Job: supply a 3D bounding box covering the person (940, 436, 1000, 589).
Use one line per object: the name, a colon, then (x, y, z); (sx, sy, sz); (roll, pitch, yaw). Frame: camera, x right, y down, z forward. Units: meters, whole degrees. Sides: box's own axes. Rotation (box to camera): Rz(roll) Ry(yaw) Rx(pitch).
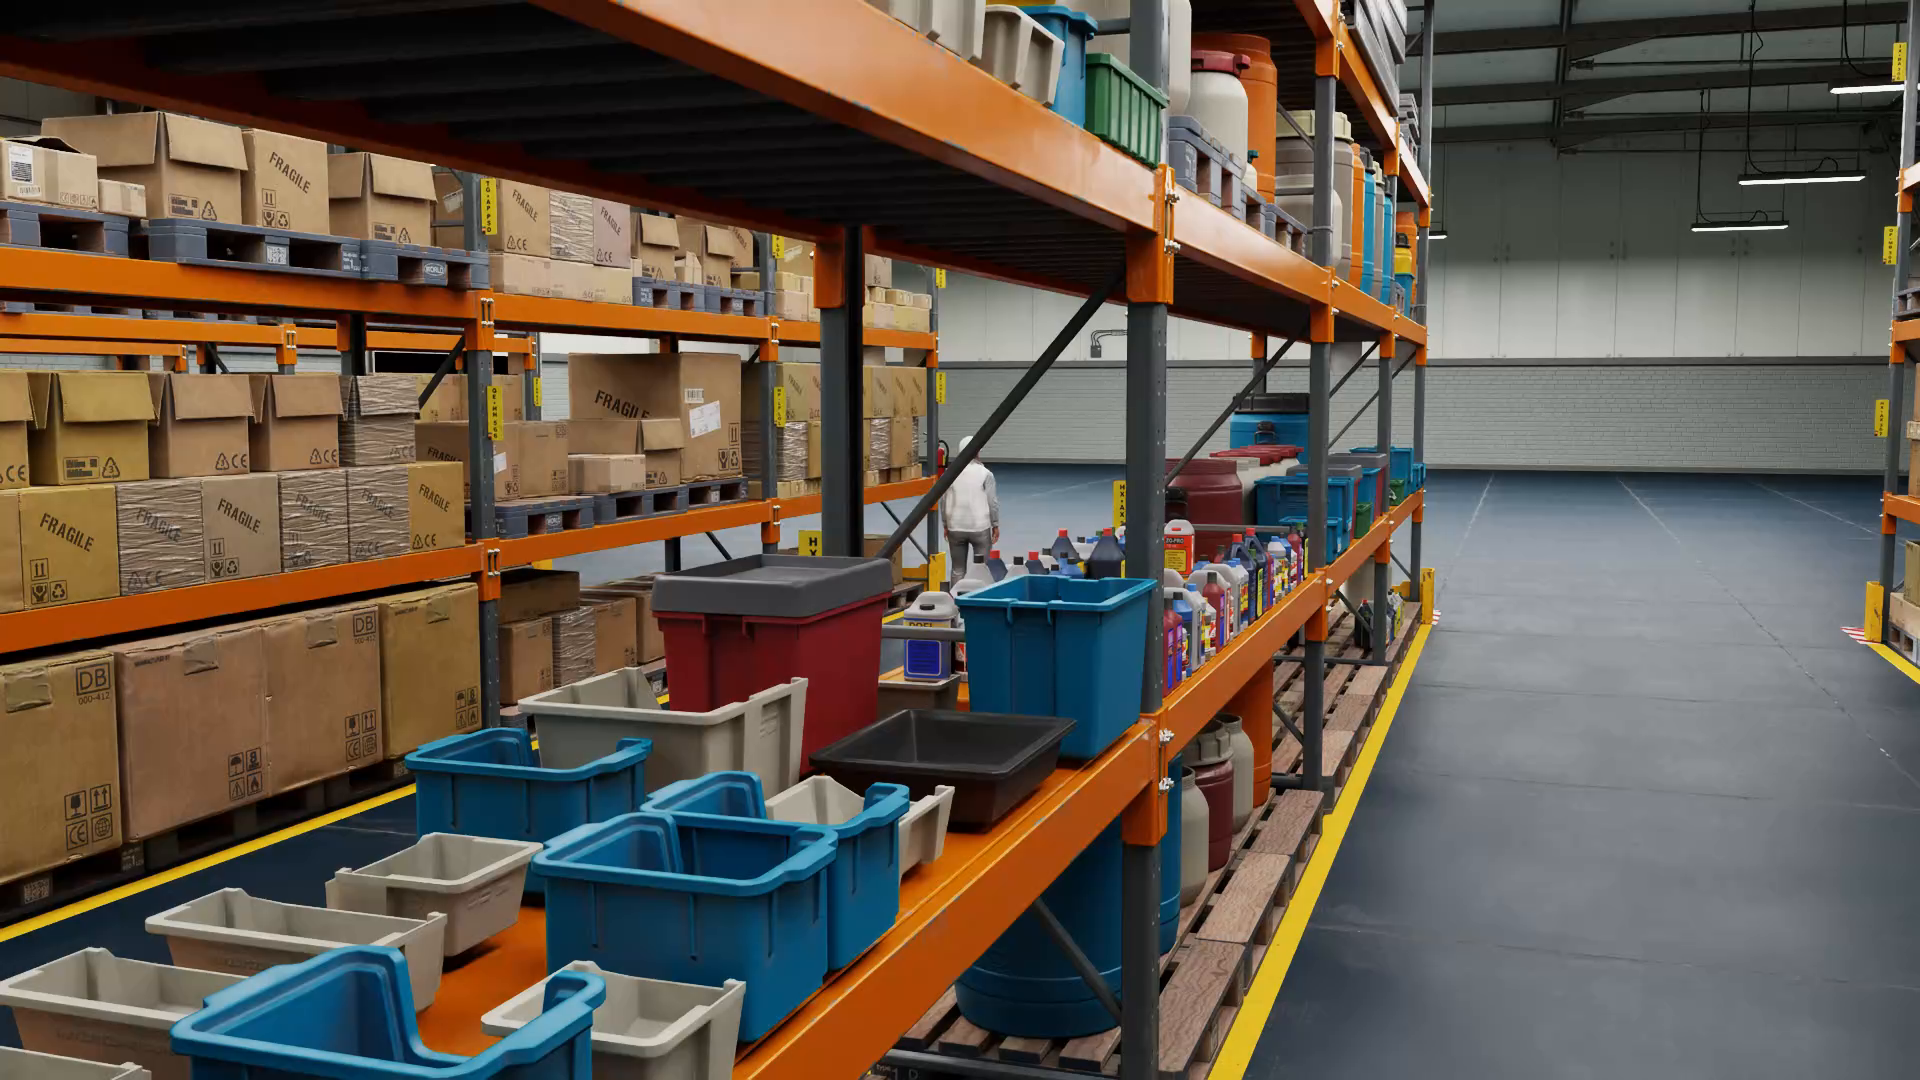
person: (0.100, -0.118, 16.149); (0.579, 1.771, 0.462); (1, 5, 16)
